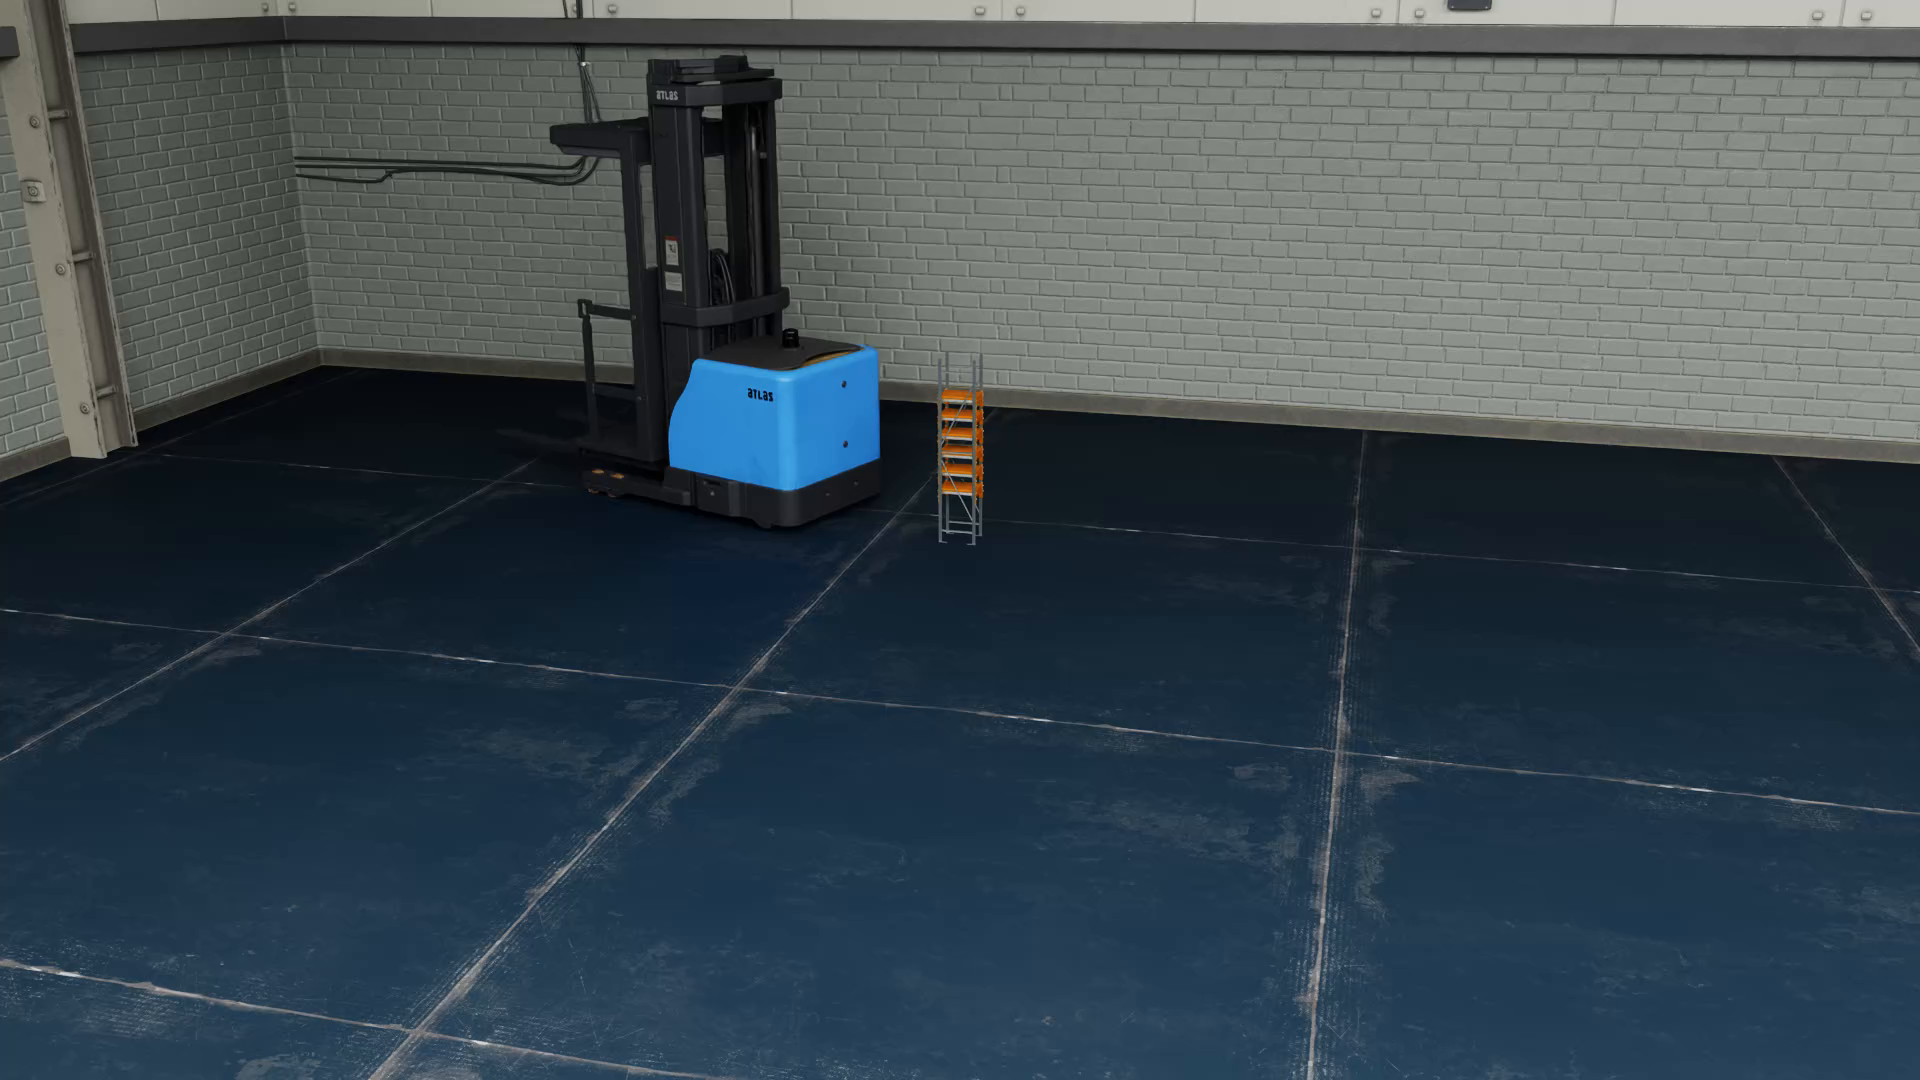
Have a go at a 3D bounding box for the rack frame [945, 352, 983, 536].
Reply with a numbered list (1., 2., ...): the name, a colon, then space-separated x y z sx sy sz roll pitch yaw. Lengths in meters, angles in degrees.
1. rack frame: 0.026 -0.601 10.591 0.240 1.200 0.006 5 19 13

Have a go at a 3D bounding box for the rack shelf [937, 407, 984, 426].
1. rack shelf: 0.004 -0.757 10.444 0.258 0.103 0.180 5 19 13

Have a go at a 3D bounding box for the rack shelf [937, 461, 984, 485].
1. rack shelf: 0.004 -0.417 10.560 0.258 0.103 0.180 5 19 13

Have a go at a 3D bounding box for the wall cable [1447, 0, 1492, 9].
1. wall cable: 4.668 -6.617 10.877 2.305 6.003 0.169 5 19 13

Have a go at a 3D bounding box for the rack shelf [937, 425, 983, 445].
1. rack shelf: 0.004 -0.644 10.482 0.258 0.103 0.180 5 19 13

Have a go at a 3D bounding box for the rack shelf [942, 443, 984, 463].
1. rack shelf: 0.004 -0.530 10.521 0.258 0.103 0.180 5 19 13

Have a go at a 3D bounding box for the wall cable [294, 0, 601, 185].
1. wall cable: -4.533 -4.293 14.138 3.097 2.526 0.112 5 19 13

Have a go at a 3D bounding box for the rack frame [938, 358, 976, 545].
1. rack frame: -0.019 -0.544 10.423 0.240 1.200 0.006 5 19 13

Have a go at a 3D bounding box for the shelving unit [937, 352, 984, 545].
1. shelving unit: 0.004 -0.572 10.507 0.258 1.200 0.189 5 19 13

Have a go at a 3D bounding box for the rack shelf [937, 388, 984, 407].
1. rack shelf: 0.004 -0.871 10.405 0.258 0.103 0.180 5 19 13

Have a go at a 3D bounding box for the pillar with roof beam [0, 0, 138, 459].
1. pillar with roof beam: -2.361 -4.603 10.243 9.100 9.000 0.400 5 19 13

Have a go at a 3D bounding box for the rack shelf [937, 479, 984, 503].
1. rack shelf: 0.004 -0.303 10.599 0.258 0.103 0.180 5 19 13

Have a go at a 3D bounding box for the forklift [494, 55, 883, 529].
1. forklift: -2.037 -1.806 11.440 3.031 2.935 1.130 12 22 32
